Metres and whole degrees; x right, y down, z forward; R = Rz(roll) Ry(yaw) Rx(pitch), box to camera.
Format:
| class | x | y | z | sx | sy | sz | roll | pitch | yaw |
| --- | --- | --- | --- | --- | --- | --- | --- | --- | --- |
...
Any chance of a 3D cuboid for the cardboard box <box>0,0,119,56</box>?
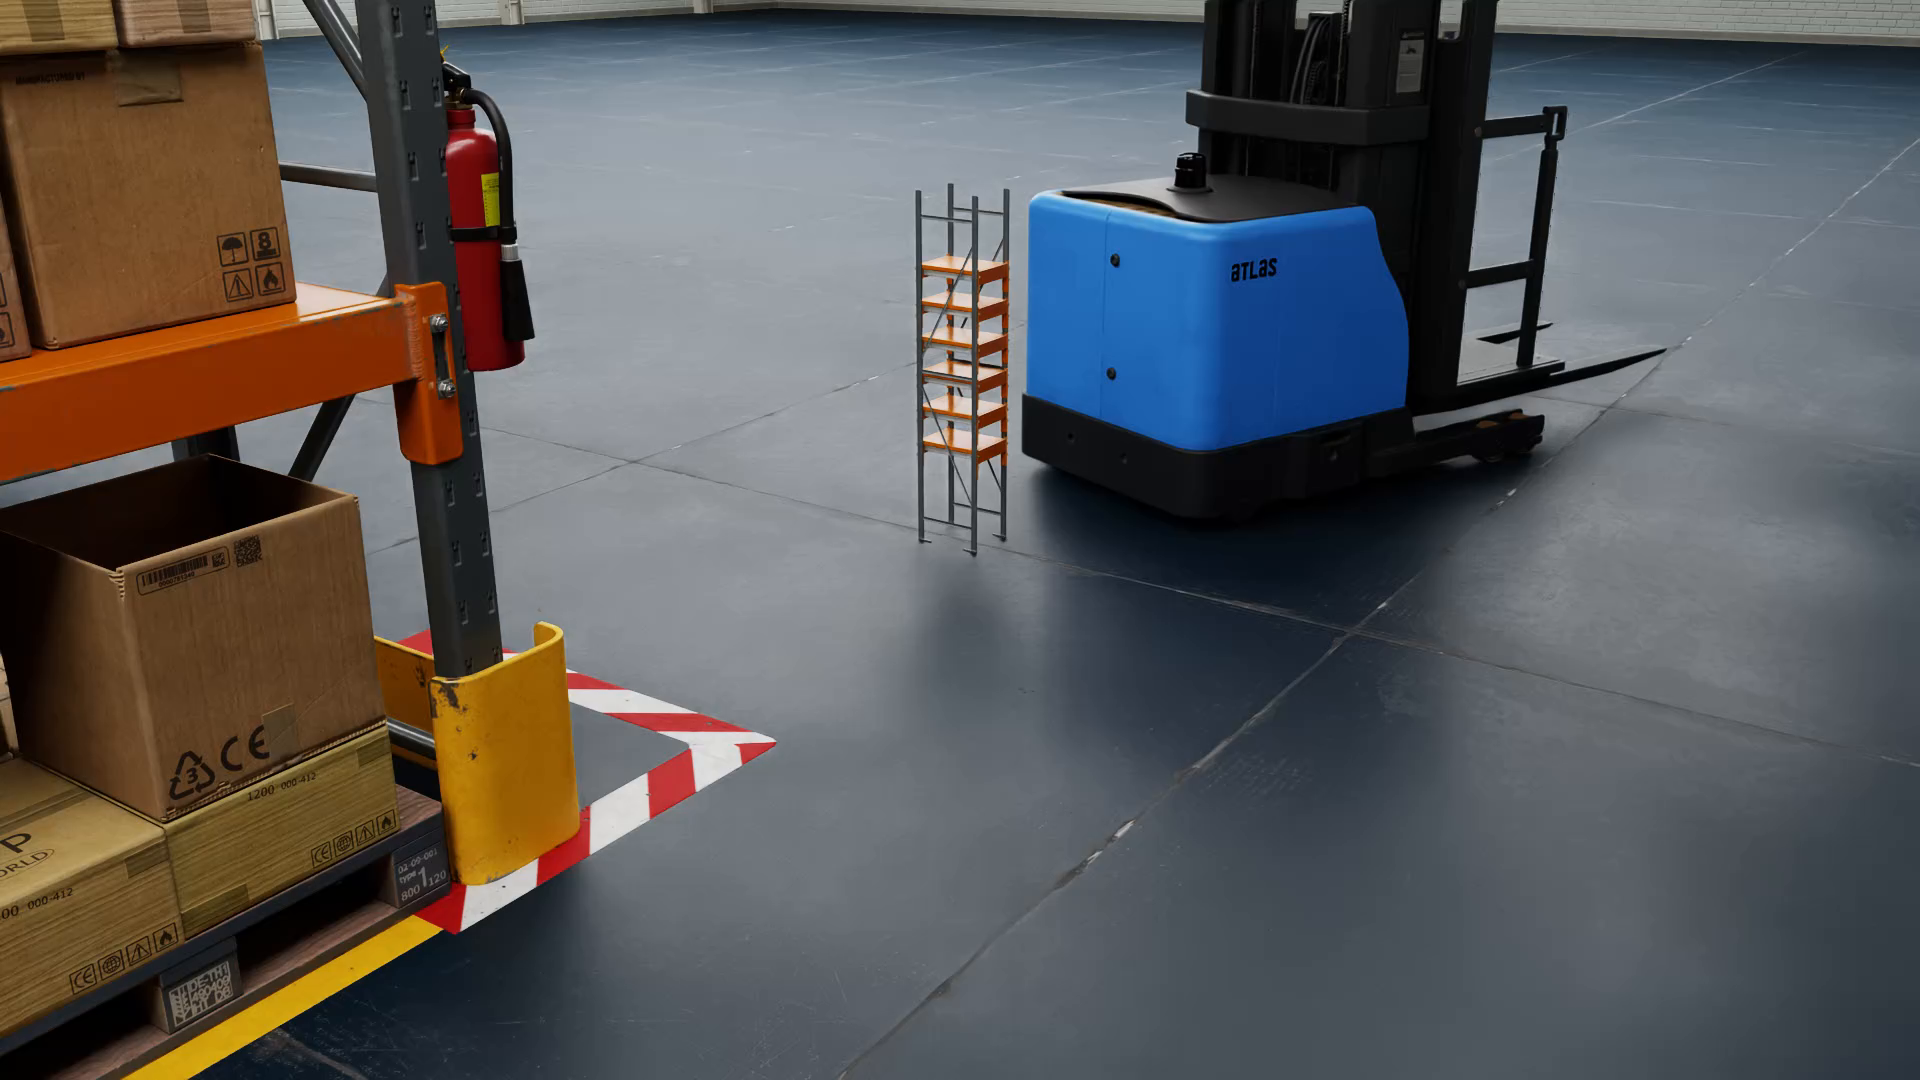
| class | x | y | z | sx | sy | sz | roll | pitch | yaw |
| --- | --- | --- | --- | --- | --- | --- | --- | --- | --- |
| cardboard box | -1.667 | -0.916 | 2.838 | 0.380 | 0.149 | 0.250 | 14 | 24 | 33 |

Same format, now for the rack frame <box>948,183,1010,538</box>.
| class | x | y | z | sx | sy | sz | roll | pitch | yaw |
| --- | --- | --- | --- | --- | --- | --- | --- | --- | --- |
| rack frame | 0.060 | -0.593 | 5.639 | 0.240 | 1.200 | 0.006 | 13 | 24 | 32 |

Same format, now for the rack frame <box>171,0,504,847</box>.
| class | x | y | z | sx | sy | sz | roll | pitch | yaw |
| --- | --- | --- | --- | --- | --- | --- | --- | --- | --- |
| rack frame | -1.464 | -0.787 | 3.569 | 1.000 | 3.000 | 0.127 | 13 | 24 | 32 |

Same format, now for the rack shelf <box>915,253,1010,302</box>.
| class | x | y | z | sx | sy | sz | roll | pitch | yaw |
| --- | --- | --- | --- | --- | --- | --- | --- | --- | --- |
| rack shelf | 0.008 | -0.863 | 5.459 | 0.258 | 0.103 | 0.180 | 13 | 24 | 32 |

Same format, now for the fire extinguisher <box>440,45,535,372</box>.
| class | x | y | z | sx | sy | sz | roll | pitch | yaw |
| --- | --- | --- | --- | --- | --- | --- | --- | --- | --- |
| fire extinguisher | -1.013 | -0.694 | 3.429 | 0.296 | 0.674 | 0.183 | 13 | 24 | 32 |

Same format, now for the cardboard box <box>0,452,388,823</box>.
| class | x | y | z | sx | sy | sz | roll | pitch | yaw |
| --- | --- | --- | --- | --- | --- | --- | --- | --- | --- |
| cardboard box | -1.519 | 0.166 | 3.270 | 0.500 | 0.500 | 0.500 | 13 | 24 | 32 |

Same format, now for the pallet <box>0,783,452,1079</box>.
| class | x | y | z | sx | sy | sz | roll | pitch | yaw |
| --- | --- | --- | --- | --- | --- | --- | --- | --- | --- |
| pallet | -1.859 | 0.748 | 3.437 | 1.003 | 0.211 | 1.213 | 13 | 24 | 32 |

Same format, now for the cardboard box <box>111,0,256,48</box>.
| class | x | y | z | sx | sy | sz | roll | pitch | yaw |
| --- | --- | --- | --- | --- | --- | --- | --- | --- | --- |
| cardboard box | -1.521 | -0.991 | 3.042 | 0.380 | 0.149 | 0.250 | 13 | 24 | 31 |

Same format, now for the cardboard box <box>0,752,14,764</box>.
| class | x | y | z | sx | sy | sz | roll | pitch | yaw |
| --- | --- | --- | --- | --- | --- | --- | --- | --- | --- |
| cardboard box | -2.227 | 0.560 | 3.284 | 0.500 | 0.250 | 0.500 | 13 | 24 | 32 |

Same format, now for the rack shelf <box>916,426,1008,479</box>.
| class | x | y | z | sx | sy | sz | roll | pitch | yaw |
| --- | --- | --- | --- | --- | --- | --- | --- | --- | --- |
| rack shelf | 0.008 | -0.300 | 5.667 | 0.258 | 0.103 | 0.180 | 13 | 24 | 32 |

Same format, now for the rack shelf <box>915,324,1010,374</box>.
| class | x | y | z | sx | sy | sz | roll | pitch | yaw |
| --- | --- | --- | --- | --- | --- | --- | --- | --- | --- |
| rack shelf | 0.008 | -0.638 | 5.542 | 0.258 | 0.103 | 0.180 | 13 | 24 | 32 |

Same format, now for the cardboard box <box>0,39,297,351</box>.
| class | x | y | z | sx | sy | sz | roll | pitch | yaw |
| --- | --- | --- | --- | --- | --- | --- | --- | --- | --- |
| cardboard box | -1.737 | -0.702 | 3.196 | 0.700 | 0.500 | 0.500 | 13 | 24 | 32 |

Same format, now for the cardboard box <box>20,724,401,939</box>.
| class | x | y | z | sx | sy | sz | roll | pitch | yaw |
| --- | --- | --- | --- | --- | --- | --- | --- | --- | --- |
| cardboard box | -1.521 | 0.517 | 3.401 | 0.500 | 0.250 | 0.500 | 13 | 24 | 32 |

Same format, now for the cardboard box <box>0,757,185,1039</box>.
| class | x | y | z | sx | sy | sz | roll | pitch | yaw |
| --- | --- | --- | --- | --- | --- | --- | --- | --- | --- |
| cardboard box | -1.792 | 0.663 | 3.007 | 0.500 | 0.250 | 0.500 | 13 | 24 | 32 |

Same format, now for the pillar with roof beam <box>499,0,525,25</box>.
| class | x | y | z | sx | sy | sz | roll | pitch | yaw |
| --- | --- | --- | --- | --- | --- | --- | --- | --- | --- |
| pillar with roof beam | -6.043 | -14.456 | 31.874 | 9.100 | 9.000 | 0.400 | 13 | 24 | 32 |

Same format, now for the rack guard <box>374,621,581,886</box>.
| class | x | y | z | sx | sy | sz | roll | pitch | yaw |
| --- | --- | --- | --- | --- | --- | --- | --- | --- | --- |
| rack guard | -1.450 | 0.379 | 4.021 | 1.175 | 0.500 | 0.348 | 13 | 24 | 32 |

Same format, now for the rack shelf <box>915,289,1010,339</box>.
| class | x | y | z | sx | sy | sz | roll | pitch | yaw |
| --- | --- | --- | --- | --- | --- | --- | --- | --- | --- |
| rack shelf | 0.008 | -0.750 | 5.500 | 0.258 | 0.103 | 0.180 | 13 | 24 | 32 |

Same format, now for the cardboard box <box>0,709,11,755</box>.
| class | x | y | z | sx | sy | sz | roll | pitch | yaw |
| --- | --- | --- | --- | --- | --- | --- | --- | --- | --- |
| cardboard box | -2.228 | 0.208 | 3.155 | 0.500 | 0.500 | 0.500 | 13 | 24 | 32 |

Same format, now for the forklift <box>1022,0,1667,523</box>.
| class | x | y | z | sx | sy | sz | roll | pitch | yaw |
| --- | --- | --- | --- | --- | --- | --- | --- | --- | --- |
| forklift | 1.739 | -1.817 | 6.451 | 3.031 | 2.935 | 1.130 | -14 | 24 | -33 |

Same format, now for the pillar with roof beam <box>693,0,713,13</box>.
| class | x | y | z | sx | sy | sz | roll | pitch | yaw |
| --- | --- | --- | --- | --- | --- | --- | --- | --- | --- |
| pillar with roof beam | -2.670 | -16.177 | 36.528 | 9.100 | 9.000 | 0.400 | 13 | 24 | 32 |

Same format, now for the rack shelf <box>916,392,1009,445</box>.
| class | x | y | z | sx | sy | sz | roll | pitch | yaw |
| --- | --- | --- | --- | --- | --- | --- | --- | --- | --- |
| rack shelf | 0.008 | -0.413 | 5.625 | 0.258 | 0.103 | 0.180 | 13 | 24 | 32 |

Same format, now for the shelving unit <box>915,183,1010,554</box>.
| class | x | y | z | sx | sy | sz | roll | pitch | yaw |
| --- | --- | --- | --- | --- | --- | --- | --- | --- | --- |
| shelving unit | 0.008 | -0.567 | 5.568 | 0.258 | 1.200 | 0.189 | 13 | 24 | 32 |

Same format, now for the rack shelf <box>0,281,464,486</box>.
| class | x | y | z | sx | sy | sz | roll | pitch | yaw |
| --- | --- | --- | --- | --- | --- | --- | --- | --- | --- |
| rack shelf | -2.588 | 0.124 | 2.142 | 1.077 | 0.370 | 4.000 | 13 | 24 | 32 |

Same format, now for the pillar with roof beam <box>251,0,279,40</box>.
| class | x | y | z | sx | sy | sz | roll | pitch | yaw |
| --- | --- | --- | --- | --- | --- | --- | --- | --- | --- |
| pillar with roof beam | -9.415 | -12.734 | 27.220 | 9.100 | 9.000 | 0.400 | 13 | 24 | 32 |

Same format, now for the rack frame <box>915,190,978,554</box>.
| class | x | y | z | sx | sy | sz | roll | pitch | yaw |
| --- | --- | --- | --- | --- | --- | --- | --- | --- | --- |
| rack frame | -0.043 | -0.541 | 5.497 | 0.240 | 1.200 | 0.006 | 13 | 24 | 32 |

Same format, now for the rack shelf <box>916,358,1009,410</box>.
| class | x | y | z | sx | sy | sz | roll | pitch | yaw |
| --- | --- | --- | --- | --- | --- | --- | --- | --- | --- |
| rack shelf | 0.008 | -0.525 | 5.583 | 0.258 | 0.103 | 0.180 | 13 | 24 | 32 |

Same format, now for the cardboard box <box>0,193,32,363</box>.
| class | x | y | z | sx | sy | sz | roll | pitch | yaw |
| --- | --- | --- | --- | --- | --- | --- | --- | --- | --- |
| cardboard box | -2.028 | -0.551 | 2.786 | 0.700 | 0.500 | 0.500 | 14 | 24 | 33 |

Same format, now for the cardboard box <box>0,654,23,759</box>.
| class | x | y | z | sx | sy | sz | roll | pitch | yaw |
| --- | --- | --- | --- | --- | --- | --- | --- | --- | --- |
| cardboard box | -1.949 | 0.416 | 3.674 | 0.500 | 0.250 | 0.500 | 13 | 24 | 32 |
